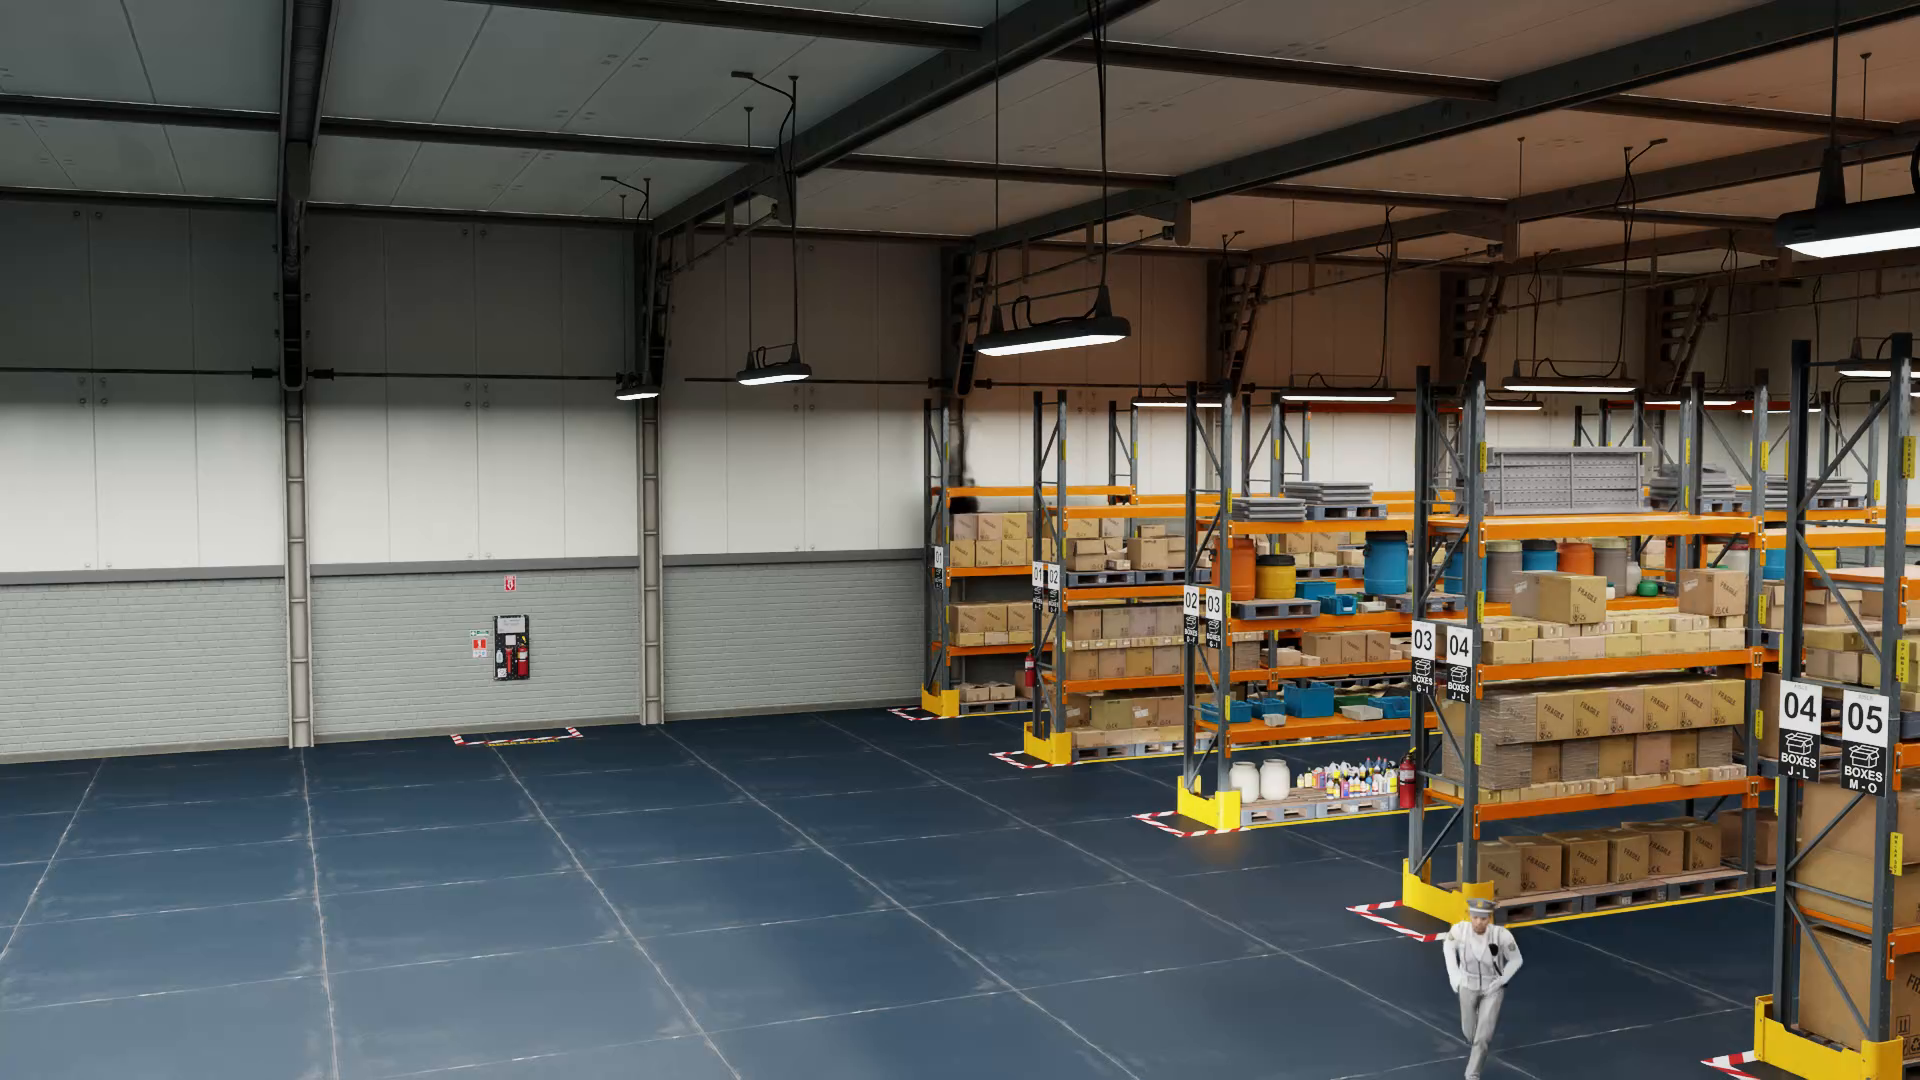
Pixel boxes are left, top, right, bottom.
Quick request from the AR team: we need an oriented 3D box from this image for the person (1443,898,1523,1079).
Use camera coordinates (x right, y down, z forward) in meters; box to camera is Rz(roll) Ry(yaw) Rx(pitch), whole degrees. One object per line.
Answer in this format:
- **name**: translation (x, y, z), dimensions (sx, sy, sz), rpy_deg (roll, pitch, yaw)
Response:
- **person**: translation (4.185, 3.599, 13.328), dimensions (0.613, 1.625, 0.767), rpy_deg (1, 4, 20)
